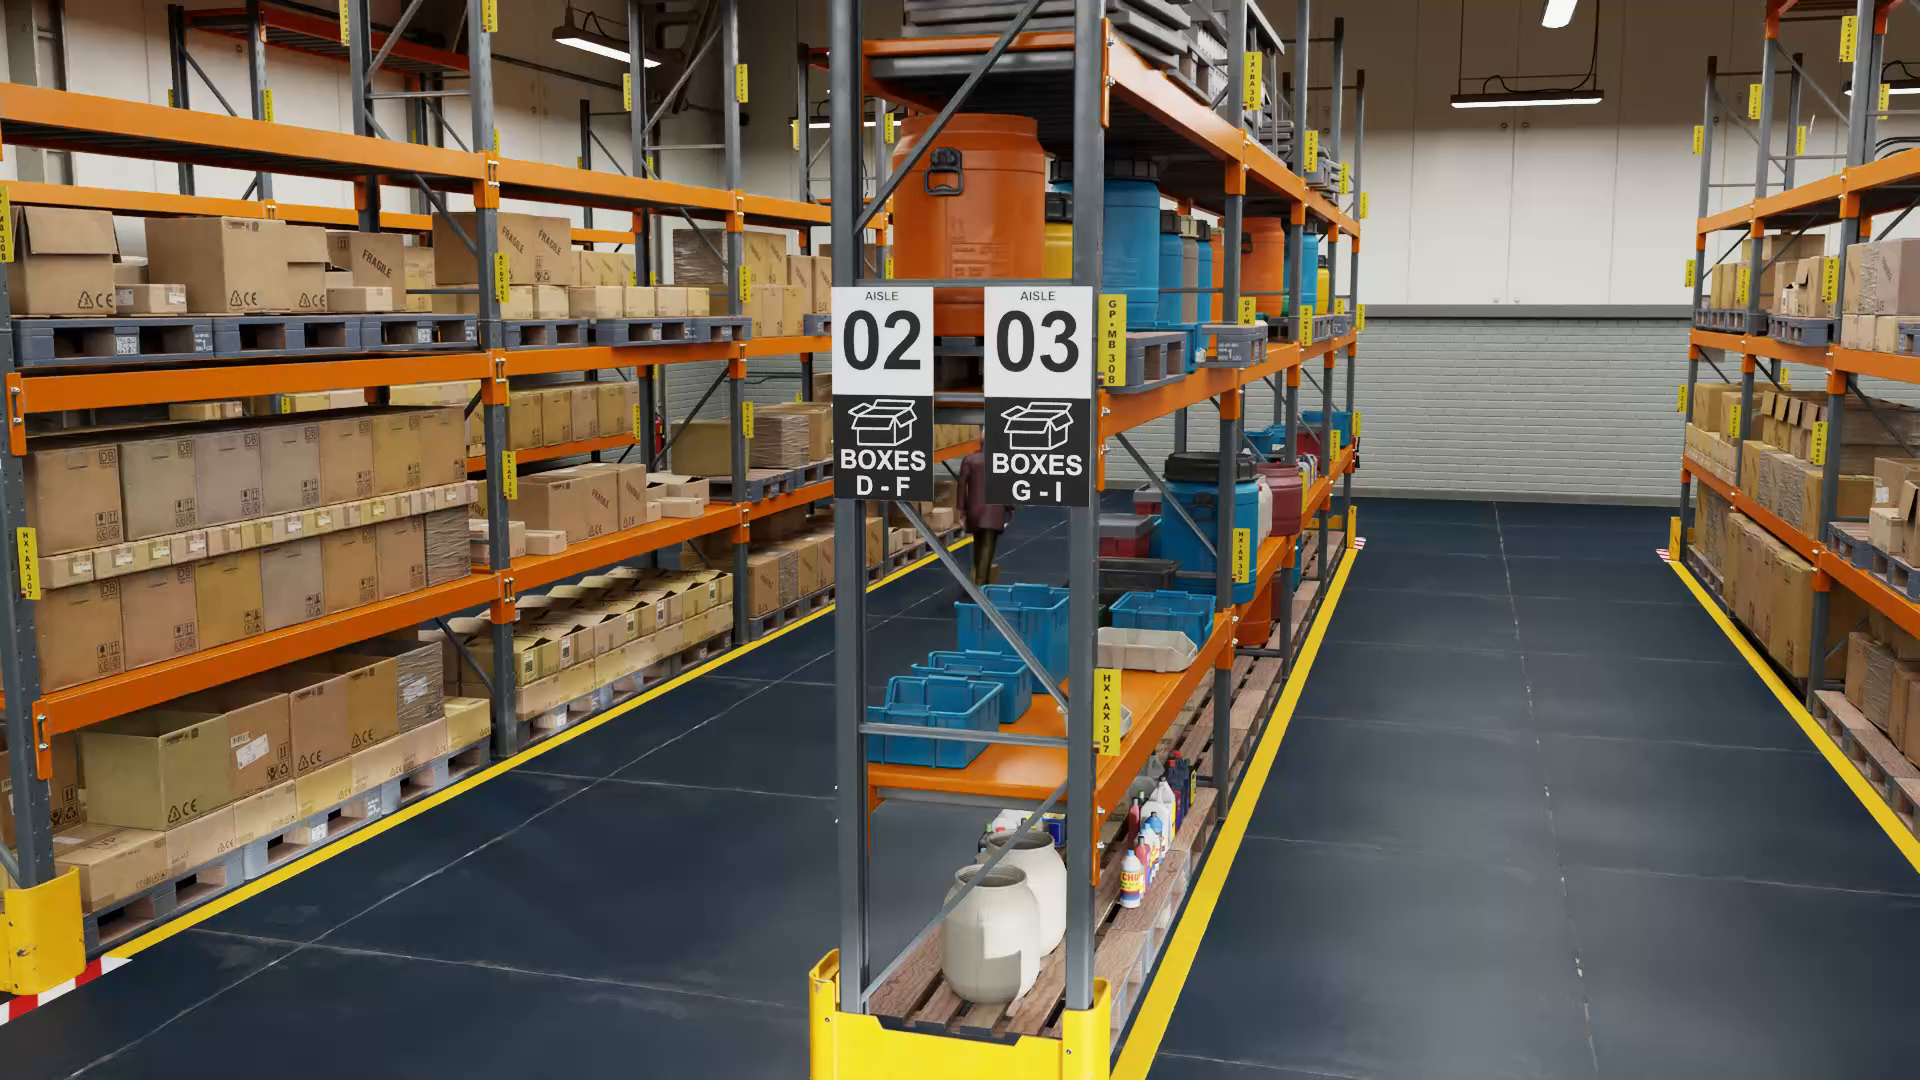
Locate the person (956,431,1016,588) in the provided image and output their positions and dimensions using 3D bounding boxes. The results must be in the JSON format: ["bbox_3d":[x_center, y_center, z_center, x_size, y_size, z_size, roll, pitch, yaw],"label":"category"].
[{"bbox_3d":[0.285,-0.305,18.092,0.604,1.786,0.983,3,9,17],"label":"person"}]
